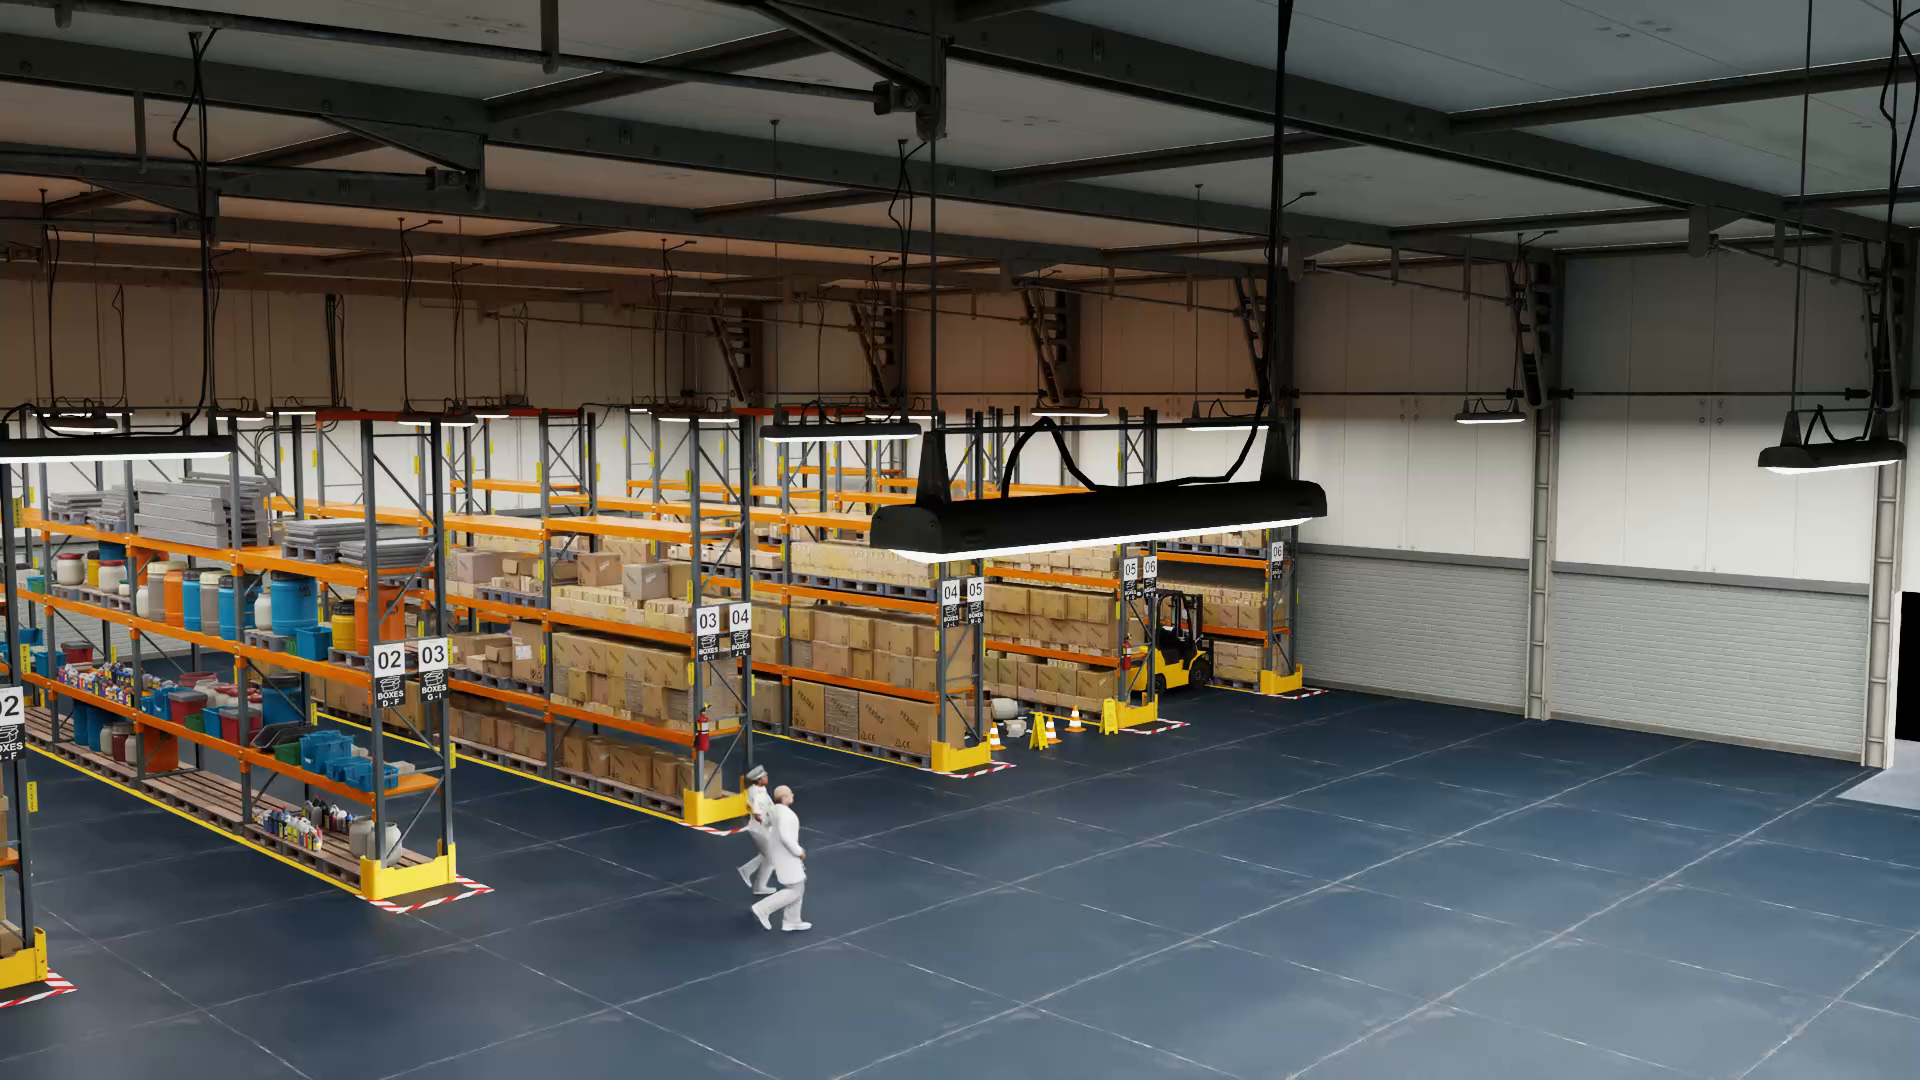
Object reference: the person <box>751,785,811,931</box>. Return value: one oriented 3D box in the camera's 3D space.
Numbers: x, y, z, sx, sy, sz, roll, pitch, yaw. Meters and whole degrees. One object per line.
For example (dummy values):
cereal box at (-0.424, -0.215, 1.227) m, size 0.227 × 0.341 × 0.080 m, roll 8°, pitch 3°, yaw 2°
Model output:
person at (-2.101, 3.744, 19.473) m, size 0.756 × 1.752 × 0.719 m, roll -2°, pitch 5°, yaw -23°

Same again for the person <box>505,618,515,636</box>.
person at (-9.334, 2.449, 34.881) m, size 0.650 × 1.625 × 0.513 m, roll 5°, pitch 7°, yaw 43°

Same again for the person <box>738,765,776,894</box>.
person at (-2.493, 3.648, 20.972) m, size 0.557 × 1.651 × 0.572 m, roll -1°, pitch 5°, yaw -15°
